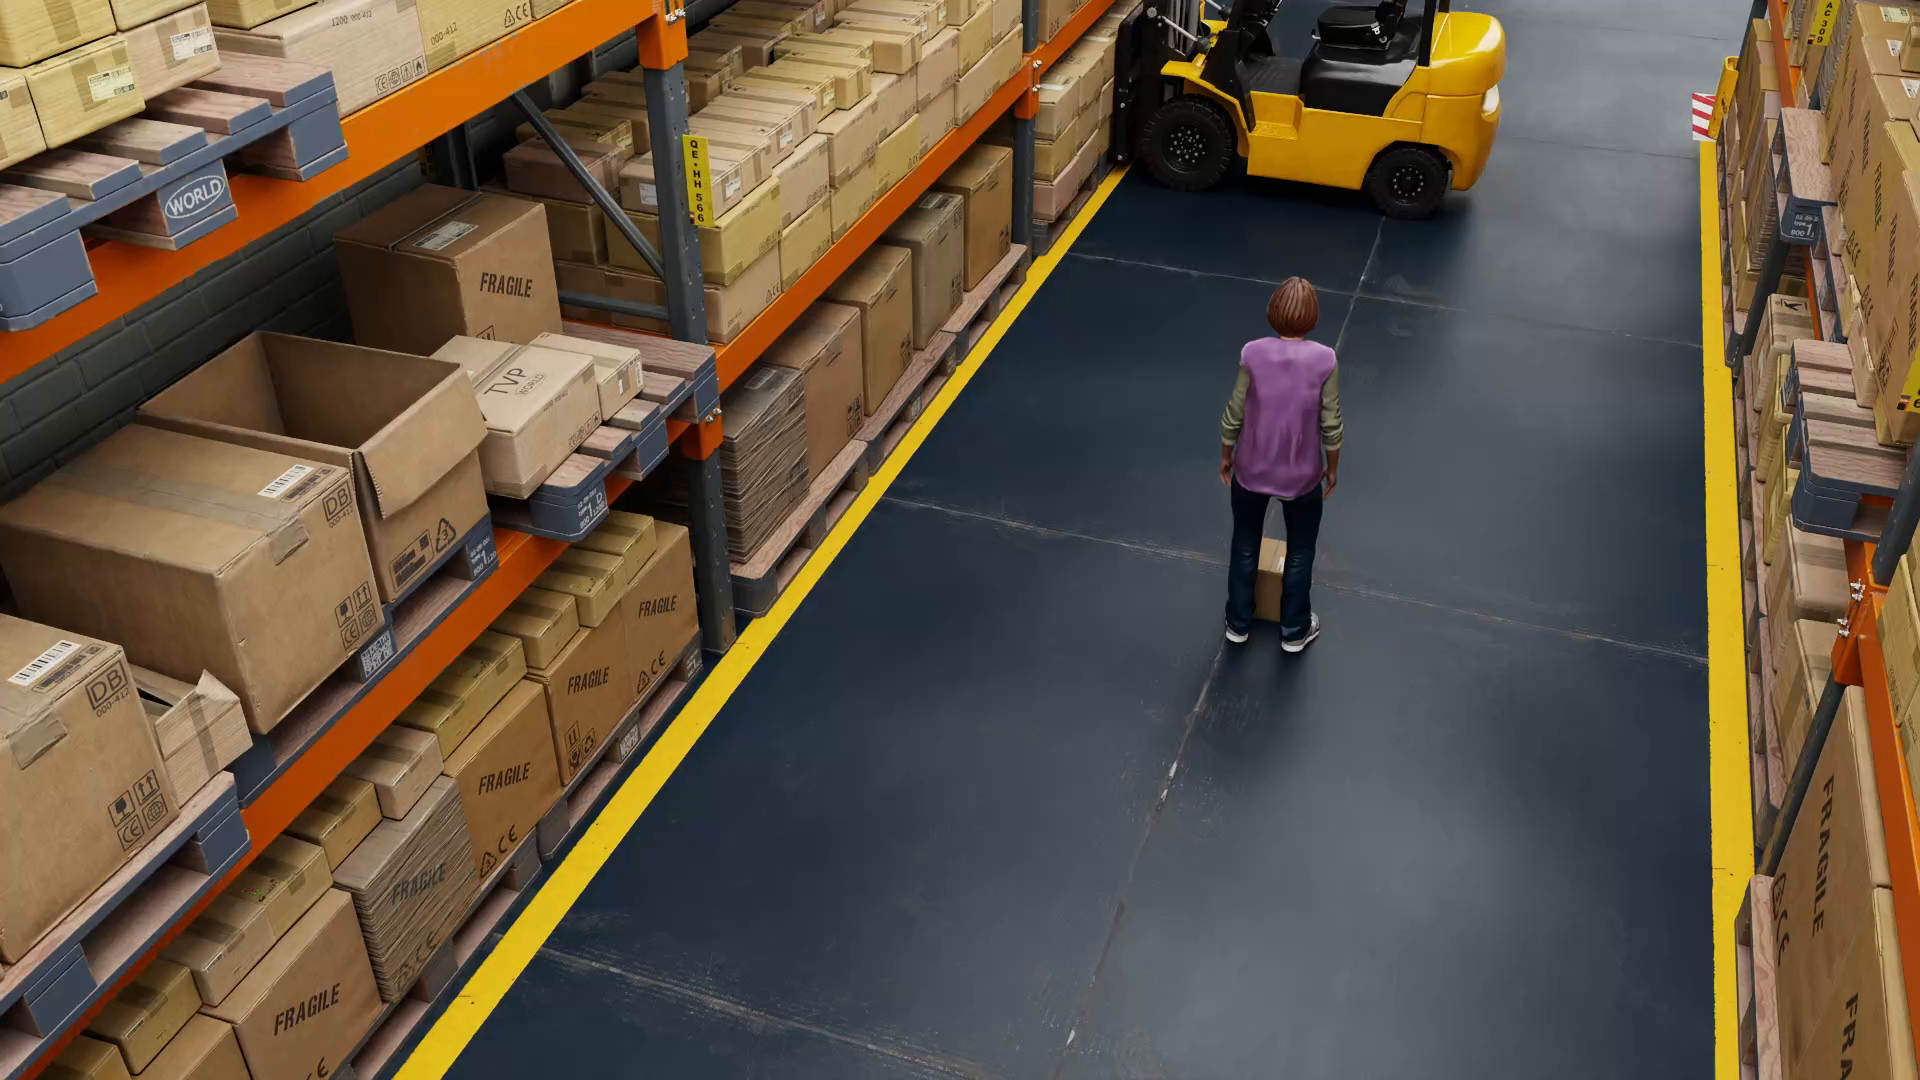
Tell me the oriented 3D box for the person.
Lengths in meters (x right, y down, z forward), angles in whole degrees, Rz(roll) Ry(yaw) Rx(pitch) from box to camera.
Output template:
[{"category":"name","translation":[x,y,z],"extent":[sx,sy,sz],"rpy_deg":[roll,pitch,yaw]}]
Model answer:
[{"category":"person","translation":[1.256,-0.265,6.547],"extent":[0.485,1.594,0.341],"rpy_deg":[9,35,14]}]
